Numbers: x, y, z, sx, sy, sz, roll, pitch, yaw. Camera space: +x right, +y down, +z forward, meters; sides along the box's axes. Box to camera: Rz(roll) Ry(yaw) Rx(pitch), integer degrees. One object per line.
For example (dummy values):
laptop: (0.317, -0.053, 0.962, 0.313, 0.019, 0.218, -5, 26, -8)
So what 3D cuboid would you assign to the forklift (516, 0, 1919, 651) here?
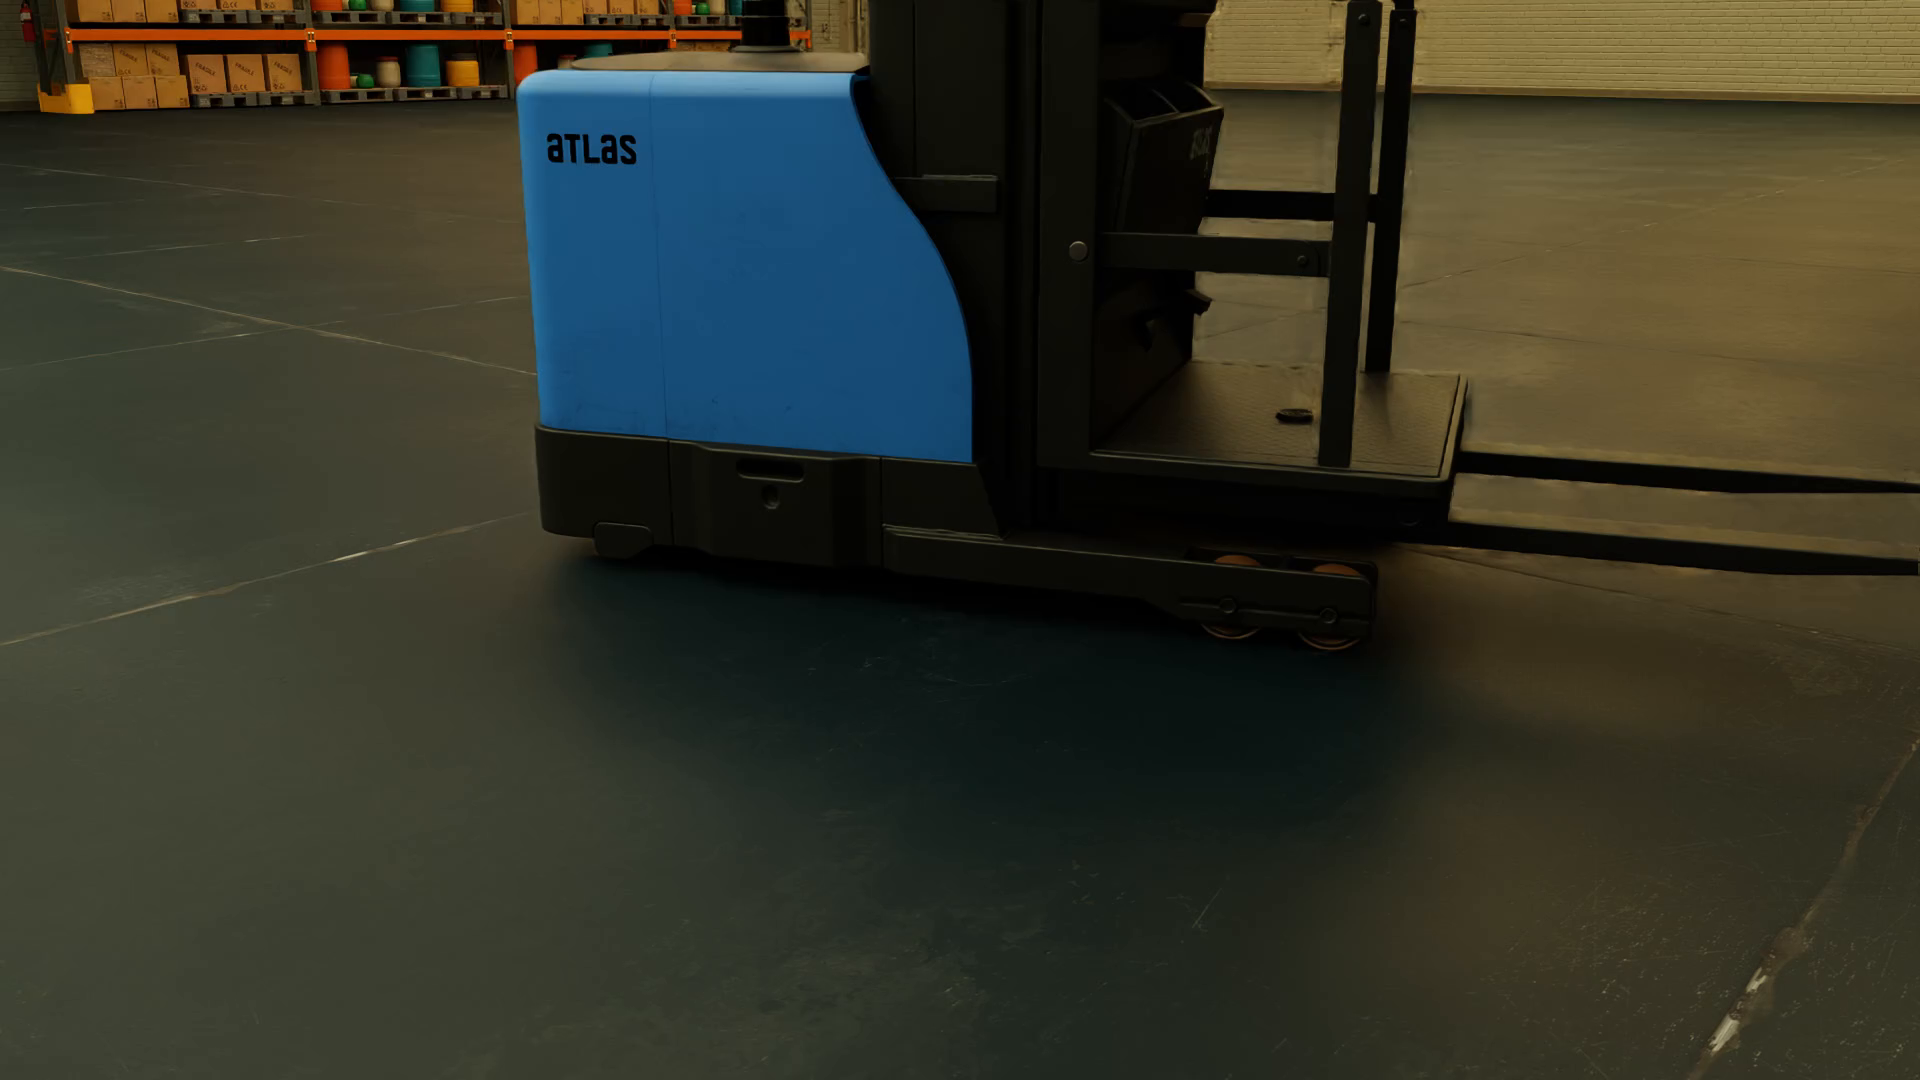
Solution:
forklift: (0.615, -1.360, 3.376, 3.031, 2.935, 1.130, 5, 18, 17)
